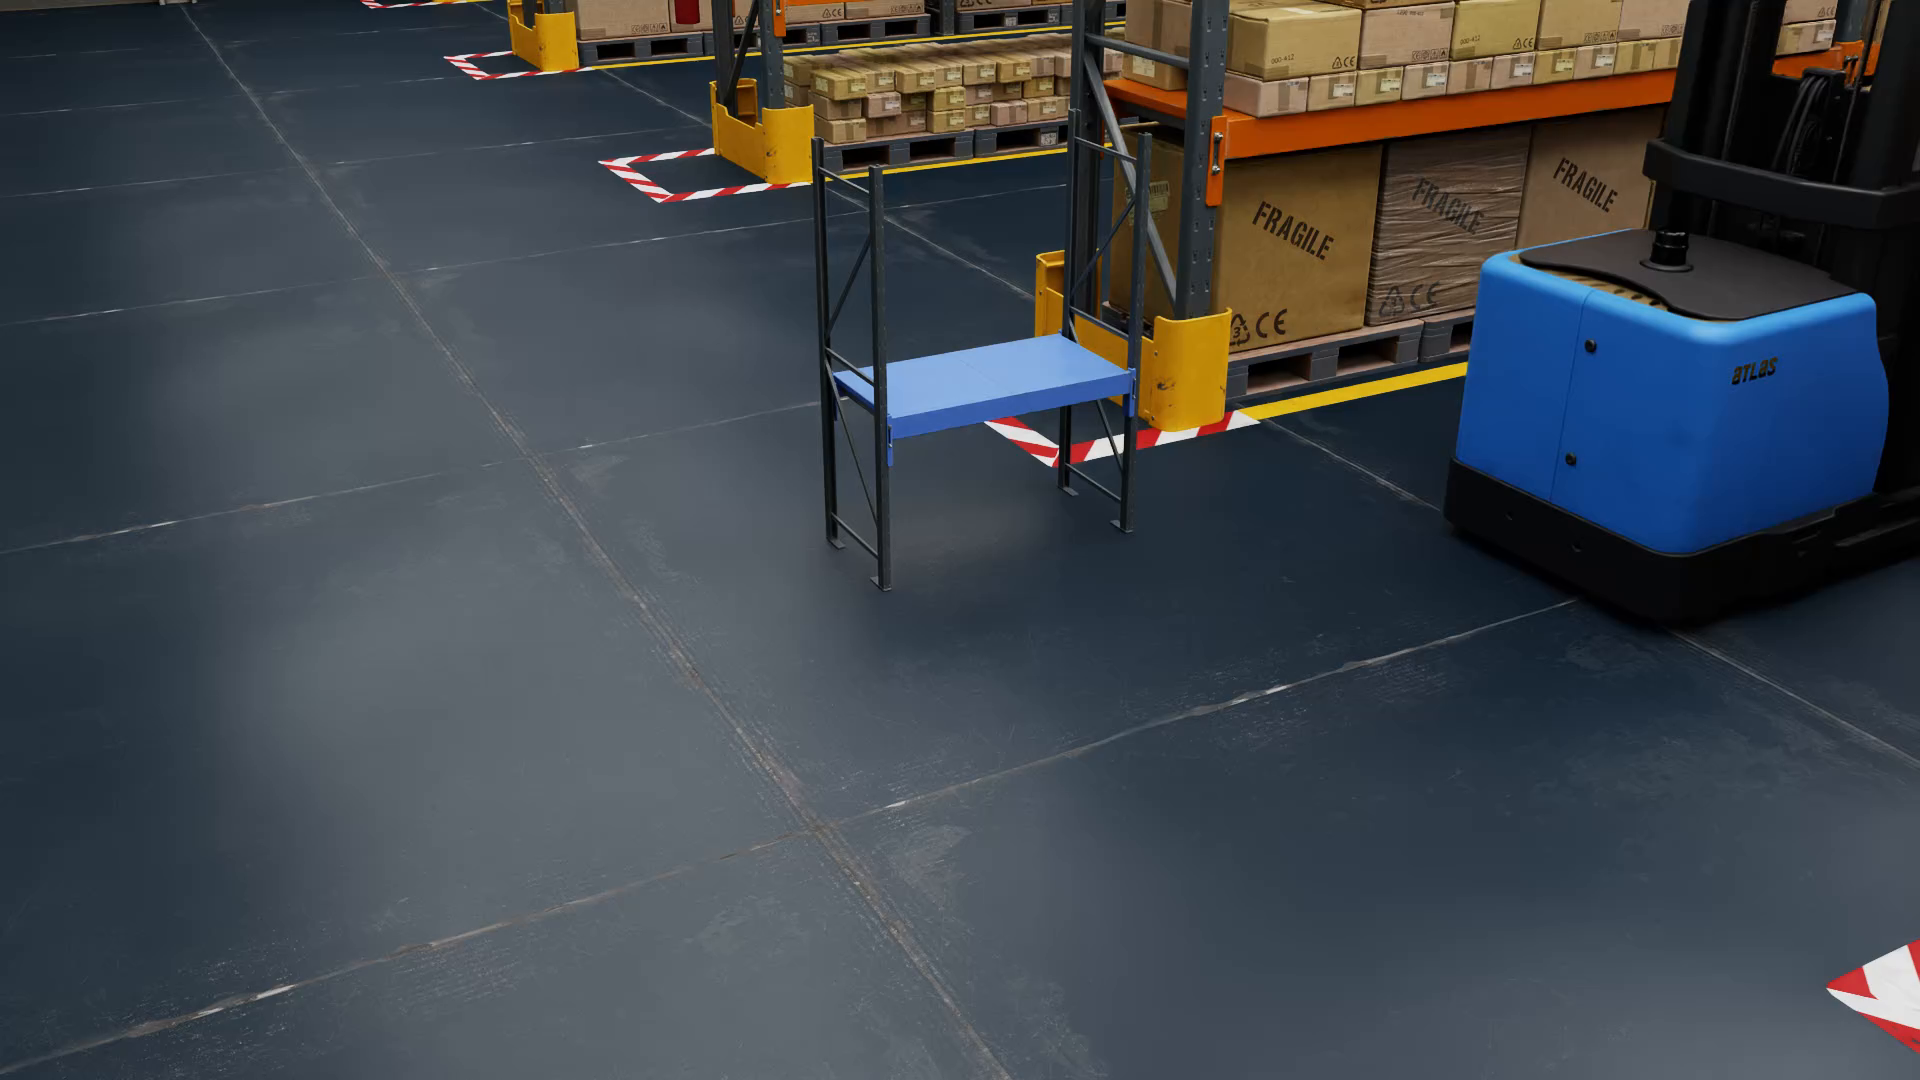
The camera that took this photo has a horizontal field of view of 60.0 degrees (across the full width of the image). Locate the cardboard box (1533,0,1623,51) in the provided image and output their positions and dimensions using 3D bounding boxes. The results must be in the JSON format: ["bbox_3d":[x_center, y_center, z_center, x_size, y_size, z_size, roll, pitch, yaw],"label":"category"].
[{"bbox_3d":[2.697,-2.453,7.723,0.500,0.250,0.500,-14,29,-26],"label":"cardboard box"}]

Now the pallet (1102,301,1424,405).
[{"bbox_3d":[1.456,-1.010,8.110,1.213,0.211,1.003,-13,29,-25],"label":"pallet"}]

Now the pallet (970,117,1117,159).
[{"bbox_3d":[0.418,-3.146,12.559,1.213,0.211,1.003,-13,29,-25],"label":"pallet"}]

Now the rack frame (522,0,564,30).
[{"bbox_3d":[-3.876,-5.859,14.987,0.127,3.000,1.000,-13,29,-25],"label":"rack frame"}]

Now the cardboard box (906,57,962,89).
[{"bbox_3d":[-0.186,-3.325,11.831,0.250,0.149,0.380,-15,29,-28],"label":"cardboard box"}]

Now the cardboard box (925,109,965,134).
[{"bbox_3d":[-0.159,-3.026,11.895,0.250,0.149,0.380,-13,28,-24],"label":"cardboard box"}]

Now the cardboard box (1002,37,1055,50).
[{"bbox_3d":[0.516,-3.712,12.636,0.250,0.149,0.380,-14,29,-27],"label":"cardboard box"}]

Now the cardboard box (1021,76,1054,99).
[{"bbox_3d":[0.498,-3.377,12.283,0.250,0.149,0.380,-12,28,-23],"label":"cardboard box"}]

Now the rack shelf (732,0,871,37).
[{"bbox_3d":[0.307,-4.072,12.097,4.000,0.370,1.077,-13,29,-25],"label":"rack shelf"}]

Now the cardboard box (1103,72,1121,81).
[{"bbox_3d":[1.000,-3.462,12.460,0.250,0.149,0.380,-12,28,-24],"label":"cardboard box"}]

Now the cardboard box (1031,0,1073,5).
[{"bbox_3d":[0.957,-6.249,17.769,0.875,0.875,0.875,-12,28,-24],"label":"cardboard box"}]

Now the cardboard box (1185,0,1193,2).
[{"bbox_3d":[1.094,-2.678,7.326,0.500,0.500,0.500,-13,28,-24],"label":"cardboard box"}]

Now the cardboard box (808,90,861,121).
[{"bbox_3d":[-0.874,-3.036,11.573,0.250,0.149,0.380,-12,28,-23],"label":"cardboard box"}]

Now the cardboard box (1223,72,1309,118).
[{"bbox_3d":[1.256,-1.907,7.047,0.250,0.149,0.380,-13,28,-25],"label":"cardboard box"}]

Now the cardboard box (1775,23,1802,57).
[{"bbox_3d":[3.975,-2.536,8.356,0.250,0.149,0.380,-12,28,-24],"label":"cardboard box"}]

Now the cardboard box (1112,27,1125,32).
[{"bbox_3d":[1.400,-3.952,13.136,0.250,0.149,0.380,-12,28,-23],"label":"cardboard box"}]

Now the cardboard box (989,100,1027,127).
[{"bbox_3d":[0.282,-3.131,12.115,0.250,0.149,0.380,-15,29,-28],"label":"cardboard box"}]

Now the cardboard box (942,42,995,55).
[{"bbox_3d":[0.062,-3.612,12.429,0.250,0.149,0.380,-14,29,-27],"label":"cardboard box"}]

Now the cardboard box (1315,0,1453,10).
[{"bbox_3d":[1.779,-2.575,7.111,0.500,0.500,0.500,-14,29,-26],"label":"cardboard box"}]

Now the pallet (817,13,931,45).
[{"bbox_3d":[-1.054,-5.292,17.027,1.213,0.211,1.003,-13,29,-25],"label":"pallet"}]

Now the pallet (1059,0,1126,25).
[{"bbox_3d":[1.377,-5.853,18.196,1.213,0.211,1.003,-13,29,-25],"label":"pallet"}]

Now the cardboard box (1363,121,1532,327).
[{"bbox_3d":[2.118,-1.652,8.195,0.875,0.875,0.875,-13,29,-25],"label":"cardboard box"}]

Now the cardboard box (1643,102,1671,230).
[{"bbox_3d":[3.697,-2.017,8.954,0.875,0.875,0.875,-13,29,-25],"label":"cardboard box"}]

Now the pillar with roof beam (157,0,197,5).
[{"bbox_3d":[-6.992,-8.609,13.784,0.400,9.000,9.100,-13,29,-25],"label":"pillar with roof beam"}]

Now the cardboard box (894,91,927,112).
[{"bbox_3d":[-0.432,-3.154,11.818,0.250,0.149,0.380,-13,28,-24],"label":"cardboard box"}]

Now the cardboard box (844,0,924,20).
[{"bbox_3d":[-0.951,-5.621,16.967,0.875,0.438,0.875,-13,29,-26],"label":"cardboard box"}]

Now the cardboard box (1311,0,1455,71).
[{"bbox_3d":[1.794,-2.244,7.287,0.500,0.250,0.500,-13,29,-26],"label":"cardboard box"}]

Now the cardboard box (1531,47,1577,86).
[{"bbox_3d":[2.613,-2.221,7.701,0.250,0.149,0.380,-14,29,-26],"label":"cardboard box"}]

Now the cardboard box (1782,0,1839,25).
[{"bbox_3d":[4.051,-2.765,8.373,0.500,0.250,0.500,-14,29,-26],"label":"cardboard box"}]

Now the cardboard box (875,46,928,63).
[{"bbox_3d":[-0.434,-3.525,12.248,0.250,0.149,0.380,-14,29,-27],"label":"cardboard box"}]

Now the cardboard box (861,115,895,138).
[{"bbox_3d":[-0.652,-2.962,11.763,0.250,0.149,0.380,-13,29,-25],"label":"cardboard box"}]

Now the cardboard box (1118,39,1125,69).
[{"bbox_3d":[1.192,-3.660,12.530,0.250,0.149,0.380,-12,28,-23],"label":"cardboard box"}]

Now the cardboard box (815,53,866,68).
[{"bbox_3d":[-0.861,-3.395,11.977,0.250,0.149,0.380,-12,28,-24],"label":"cardboard box"}]

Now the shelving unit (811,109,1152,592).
[{"bbox_3d":[0.075,-0.693,5.962,1.048,1.500,0.538,-13,29,-25],"label":"shelving unit"}]

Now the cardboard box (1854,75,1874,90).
[{"bbox_3d":[4.872,-2.258,9.458,0.875,0.875,1.225,-13,29,-25],"label":"cardboard box"}]

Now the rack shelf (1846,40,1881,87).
[{"bbox_3d":[6.082,-2.972,9.805,4.000,0.370,1.077,-13,29,-25],"label":"rack shelf"}]

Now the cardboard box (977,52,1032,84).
[{"bbox_3d":[0.317,-3.414,12.016,0.250,0.149,0.380,-13,28,-24],"label":"cardboard box"}]

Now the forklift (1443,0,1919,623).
[{"bbox_3d":[3.358,-1.495,5.978,3.031,2.935,1.130,-14,29,-27],"label":"forklift"}]

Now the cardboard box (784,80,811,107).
[{"bbox_3d":[-1.126,-3.244,12.005,0.250,0.149,0.380,-14,29,-26],"label":"cardboard box"}]

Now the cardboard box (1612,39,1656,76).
[{"bbox_3d":[3.068,-2.327,7.920,0.250,0.149,0.380,-13,29,-26],"label":"cardboard box"}]

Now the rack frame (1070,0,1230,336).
[{"bbox_3d":[0.788,-2.074,7.105,0.127,3.000,1.000,-13,29,-25],"label":"rack frame"}]

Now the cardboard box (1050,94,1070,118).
[{"bbox_3d":[0.711,-3.260,12.382,0.250,0.149,0.380,-12,28,-24],"label":"cardboard box"}]

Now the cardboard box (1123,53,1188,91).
[{"bbox_3d":[0.947,-2.159,7.572,0.250,0.149,0.380,-12,28,-24],"label":"cardboard box"}]

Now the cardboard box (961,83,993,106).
[{"bbox_3d":[0.035,-3.255,12.029,0.250,0.149,0.380,-14,29,-28],"label":"cardboard box"}]

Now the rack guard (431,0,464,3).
[{"bbox_3d":[-6.148,-6.642,19.507,0.348,0.500,1.175,-13,29,-25],"label":"rack guard"}]

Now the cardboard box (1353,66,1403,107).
[{"bbox_3d":[1.707,-2.012,7.266,0.250,0.149,0.380,-14,29,-26],"label":"cardboard box"}]

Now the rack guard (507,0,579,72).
[{"bbox_3d":[-3.897,-4.727,15.518,0.348,0.500,1.175,-13,29,-25],"label":"rack guard"}]

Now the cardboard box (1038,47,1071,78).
[{"bbox_3d":[0.764,-3.510,12.217,0.250,0.149,0.380,-14,29,-27],"label":"cardboard box"}]

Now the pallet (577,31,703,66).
[{"bbox_3d":[-3.207,-4.795,15.992,1.213,0.211,1.003,-13,29,-25],"label":"pallet"}]

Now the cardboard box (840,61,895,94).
[{"bbox_3d":[-0.648,-3.240,11.655,0.250,0.149,0.380,-12,28,-24],"label":"cardboard box"}]

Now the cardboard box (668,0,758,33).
[{"bbox_3d":[-2.537,-5.255,16.205,0.875,0.438,0.875,-12,28,-24],"label":"cardboard box"}]

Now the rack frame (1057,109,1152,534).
[{"bbox_3d":[0.524,-0.797,6.177,0.032,1.500,0.500,-13,29,-25],"label":"rack frame"}]

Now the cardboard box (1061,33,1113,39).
[{"bbox_3d":[0.980,-3.819,12.861,0.250,0.149,0.380,-14,29,-26],"label":"cardboard box"}]

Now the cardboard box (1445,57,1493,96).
[{"bbox_3d":[2.162,-2.117,7.484,0.250,0.149,0.380,-14,29,-26],"label":"cardboard box"}]
